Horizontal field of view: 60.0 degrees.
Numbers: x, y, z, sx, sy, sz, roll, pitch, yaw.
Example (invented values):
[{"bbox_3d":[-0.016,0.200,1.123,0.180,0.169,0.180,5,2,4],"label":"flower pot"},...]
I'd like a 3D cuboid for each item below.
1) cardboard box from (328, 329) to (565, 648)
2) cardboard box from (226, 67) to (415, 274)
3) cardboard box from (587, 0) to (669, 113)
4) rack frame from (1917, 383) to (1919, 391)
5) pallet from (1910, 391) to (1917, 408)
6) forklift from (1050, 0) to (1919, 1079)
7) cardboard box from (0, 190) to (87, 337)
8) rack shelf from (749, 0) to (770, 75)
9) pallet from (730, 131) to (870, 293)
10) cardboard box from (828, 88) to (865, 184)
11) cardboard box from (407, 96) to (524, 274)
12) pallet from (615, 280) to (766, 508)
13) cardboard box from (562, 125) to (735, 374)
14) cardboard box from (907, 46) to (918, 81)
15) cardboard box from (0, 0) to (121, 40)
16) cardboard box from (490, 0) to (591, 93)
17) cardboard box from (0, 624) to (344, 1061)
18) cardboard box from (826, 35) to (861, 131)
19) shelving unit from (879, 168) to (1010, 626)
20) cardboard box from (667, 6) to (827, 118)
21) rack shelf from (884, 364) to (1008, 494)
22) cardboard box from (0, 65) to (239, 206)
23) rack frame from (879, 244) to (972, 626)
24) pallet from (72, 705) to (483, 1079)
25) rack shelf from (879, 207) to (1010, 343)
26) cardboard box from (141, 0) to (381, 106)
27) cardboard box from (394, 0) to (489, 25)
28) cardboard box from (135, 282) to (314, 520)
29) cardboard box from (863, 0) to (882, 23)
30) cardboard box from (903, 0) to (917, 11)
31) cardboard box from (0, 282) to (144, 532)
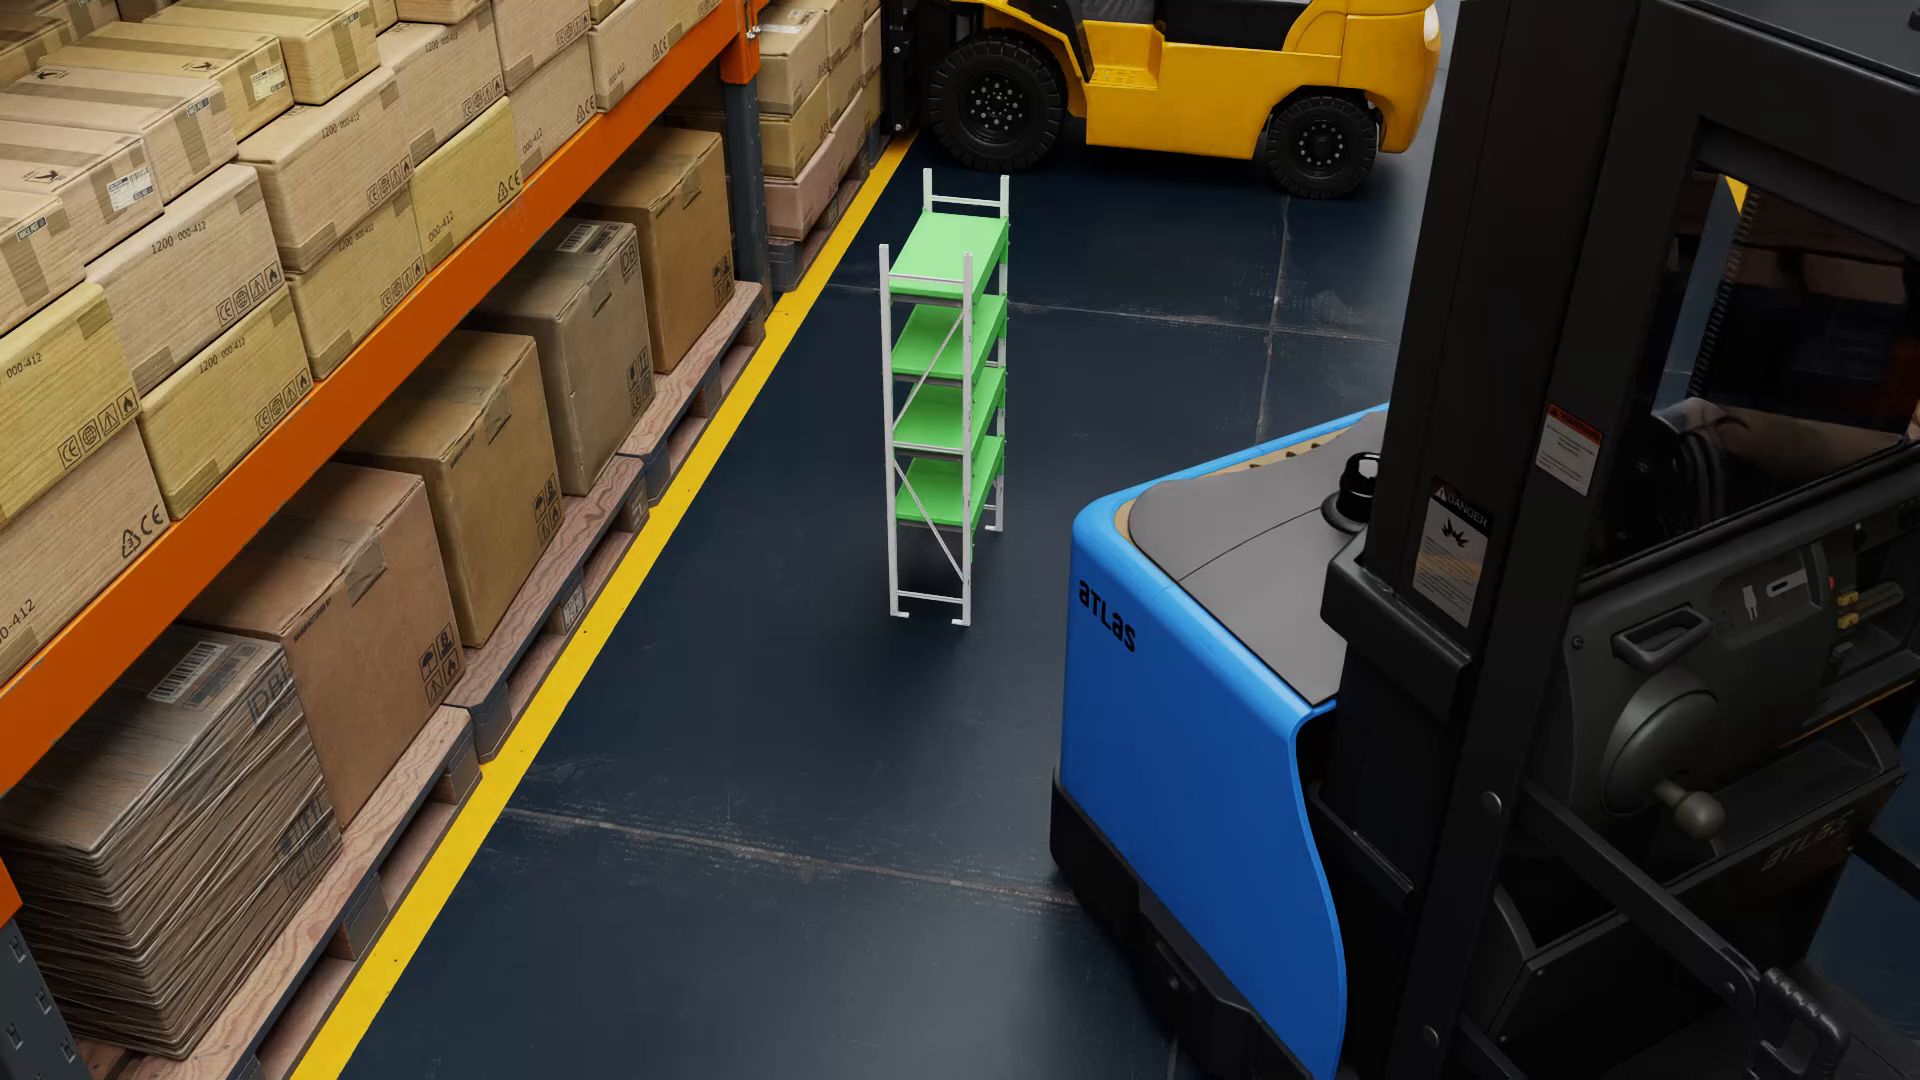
[{"bbox_3d":[-1.662,-0.180,4.608,0.875,0.625,0.625,6,36,8],"label":"cardboard box"},{"bbox_3d":[-1.513,-0.804,3.505,0.500,0.250,0.500,6,36,9],"label":"cardboard box"},{"bbox_3d":[-1.183,-1.476,4.858,0.500,0.250,0.500,7,37,10],"label":"cardboard box"},{"bbox_3d":[3.621,-1.527,4.801,1.000,3.000,0.127,7,37,10],"label":"rack frame"},{"bbox_3d":[3.729,-0.787,6.157,1.003,0.211,1.213,7,37,10],"label":"pallet"},{"bbox_3d":[1.381,0.225,2.442,1.130,2.935,3.031,-18,40,-23],"label":"forklift"},{"bbox_3d":[-1.672,-0.456,2.685,0.380,0.149,0.250,8,37,11],"label":"cardboard box"},{"bbox_3d":[-0.802,-3.002,7.450,1.077,0.370,4.000,7,37,10],"label":"rack shelf"},{"bbox_3d":[-1.019,-1.469,7.097,1.003,0.211,1.213,7,37,10],"label":"pallet"},{"bbox_3d":[-0.709,-1.733,7.070,0.500,0.250,0.500,7,36,9],"label":"cardboard box"},{"bbox_3d":[-1.422,-0.898,4.061,0.500,0.250,0.500,8,37,11],"label":"cardboard box"},{"bbox_3d":[-1.349,-0.591,5.885,1.003,0.211,1.213,7,37,10],"label":"pallet"},{"bbox_3d":[-1.330,-1.055,5.815,0.875,0.625,0.625,9,37,12],"label":"cardboard box"},{"bbox_3d":[-0.487,-2.318,7.877,0.500,0.250,0.500,8,37,11],"label":"cardboard box"},{"bbox_3d":[-2.063,-1.117,3.597,0.380,0.149,0.250,7,36,9],"label":"cardboard box"},{"bbox_3d":[-1.302,-1.387,4.310,0.500,0.250,0.500,8,37,11],"label":"cardboard box"},{"bbox_3d":[-1.937,0.582,3.557,0.875,0.625,0.625,8,37,11],"label":"cardboard box"},{"bbox_3d":[-0.719,-1.934,6.921,0.500,0.250,0.500,7,37,10],"label":"cardboard box"},{"bbox_3d":[-0.035,-0.391,4.767,0.258,1.200,0.503,7,37,10],"label":"shelving unit"},{"bbox_3d":[-0.820,-1.847,6.375,0.500,0.250,0.500,7,36,9],"label":"cardboard box"},{"bbox_3d":[-0.035,-0.339,4.804,0.258,0.148,0.480,7,37,10],"label":"rack shelf"},{"bbox_3d":[-1.599,-0.758,3.102,0.380,0.149,0.250,8,37,10],"label":"cardboard box"},{"bbox_3d":[-0.087,-0.251,4.574,0.240,1.200,0.015,7,37,10],"label":"rack frame"},{"bbox_3d":[-1.870,0.808,3.955,1.003,0.211,1.213,7,37,10],"label":"pallet"},{"bbox_3d":[-0.035,-0.728,4.523,0.258,0.148,0.480,7,37,10],"label":"rack shelf"},{"bbox_3d":[-1.463,-1.044,3.497,0.380,0.149,0.250,8,37,11],"label":"cardboard box"},{"bbox_3d":[-1.310,-1.329,3.889,0.380,0.149,0.250,6,36,9],"label":"cardboard box"},{"bbox_3d":[-1.638,-0.305,3.242,0.500,0.250,0.500,7,36,9],"label":"cardboard box"},{"bbox_3d":[-0.605,-2.425,7.173,0.500,0.250,0.500,9,37,12],"label":"cardboard box"},{"bbox_3d":[-0.491,-2.510,7.716,0.500,0.250,0.500,7,37,10],"label":"cardboard box"},{"bbox_3d":[-1.726,-0.216,2.694,0.500,0.250,0.500,7,37,10],"label":"cardboard box"}]
